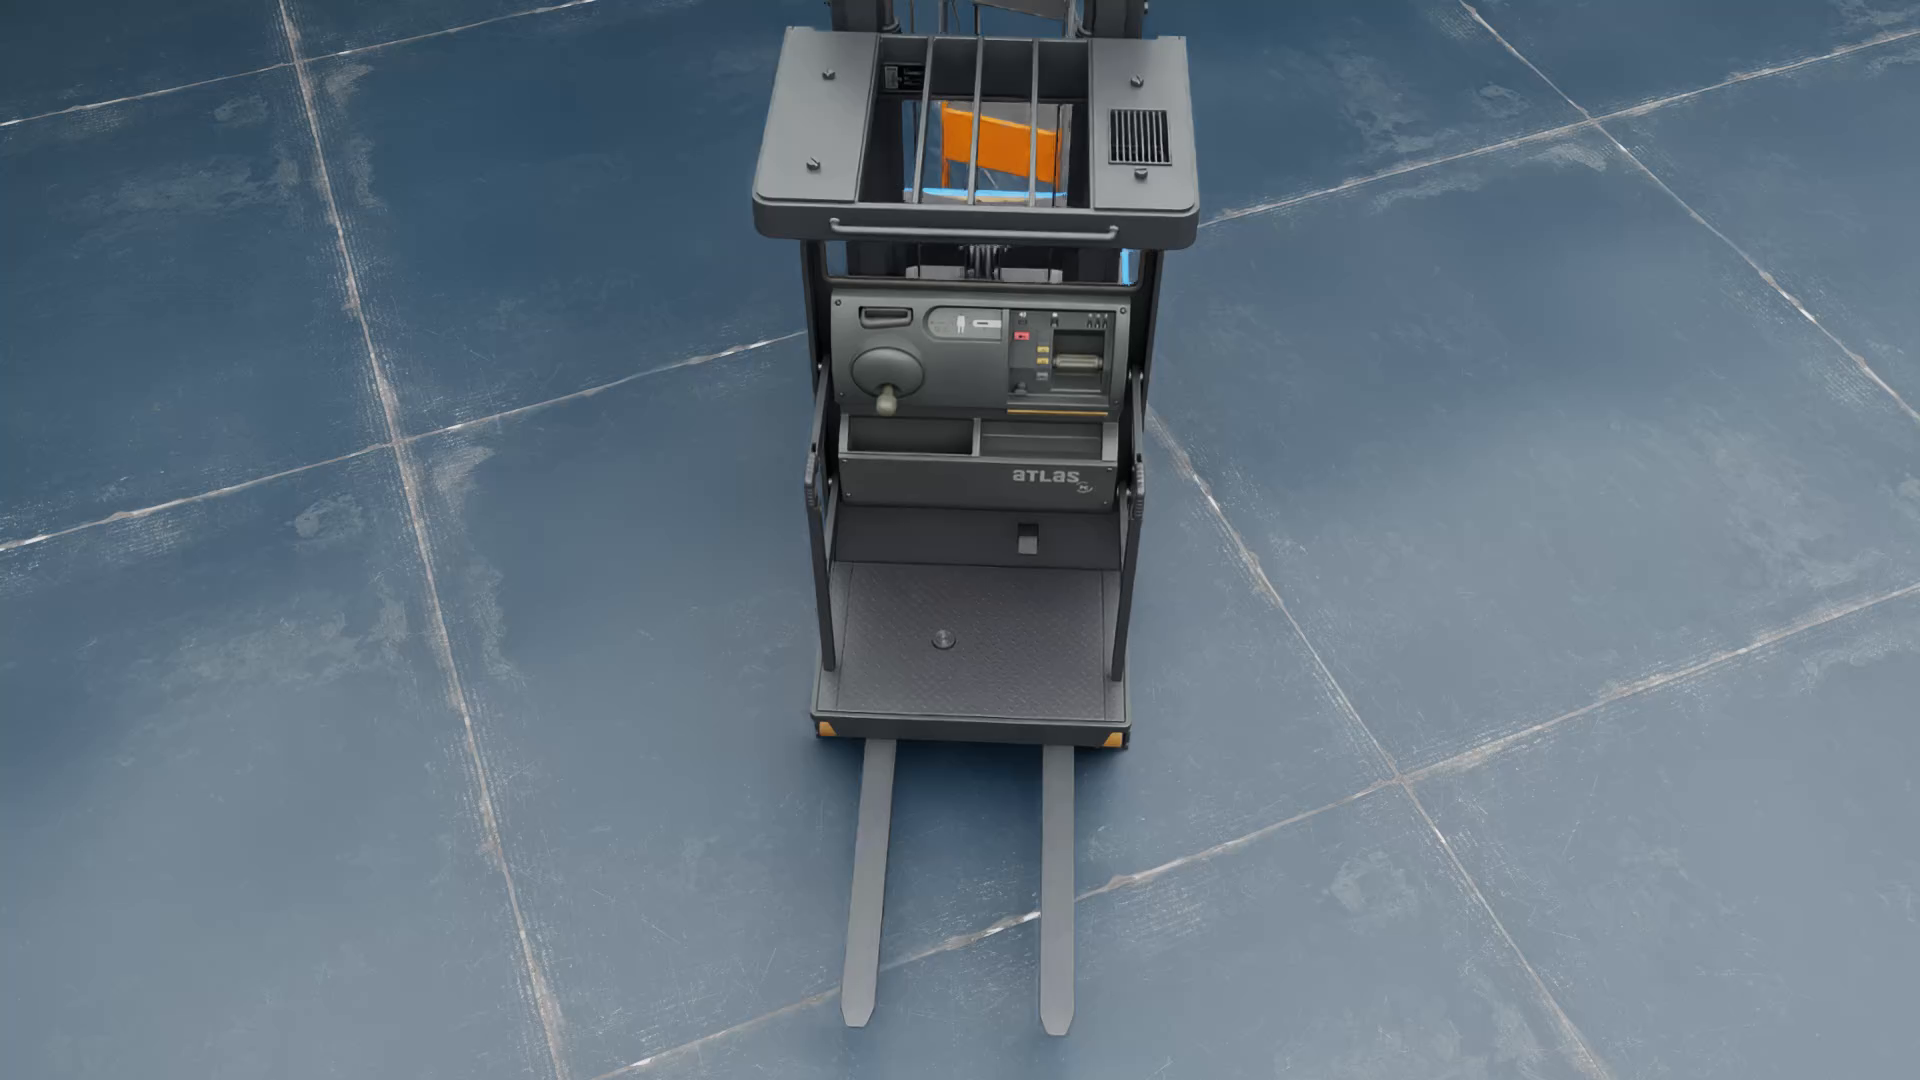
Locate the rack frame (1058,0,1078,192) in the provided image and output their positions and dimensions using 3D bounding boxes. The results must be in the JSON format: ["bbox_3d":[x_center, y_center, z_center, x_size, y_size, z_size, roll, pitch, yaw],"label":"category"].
[{"bbox_3d":[0.456,-1.517,6.509,0.015,2.100,0.400,17,51,14],"label":"rack frame"}]

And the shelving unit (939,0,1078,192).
[{"bbox_3d":[0.229,-1.584,6.567,0.503,2.100,0.431,17,51,14],"label":"shelving unit"}]

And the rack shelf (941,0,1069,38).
[{"bbox_3d":[0.229,-2.032,6.046,0.480,0.518,0.431,17,51,14],"label":"rack shelf"}]

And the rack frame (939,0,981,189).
[{"bbox_3d":[0.002,-1.651,6.624,0.015,2.100,0.400,17,51,14],"label":"rack frame"}]

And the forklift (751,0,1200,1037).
[{"bbox_3d":[0.054,-0.473,5.065,1.130,2.935,3.031,2,49,2],"label":"forklift"}]

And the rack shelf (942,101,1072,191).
[{"bbox_3d":[0.229,-1.575,6.577,0.480,0.518,0.431,17,51,14],"label":"rack shelf"}]
